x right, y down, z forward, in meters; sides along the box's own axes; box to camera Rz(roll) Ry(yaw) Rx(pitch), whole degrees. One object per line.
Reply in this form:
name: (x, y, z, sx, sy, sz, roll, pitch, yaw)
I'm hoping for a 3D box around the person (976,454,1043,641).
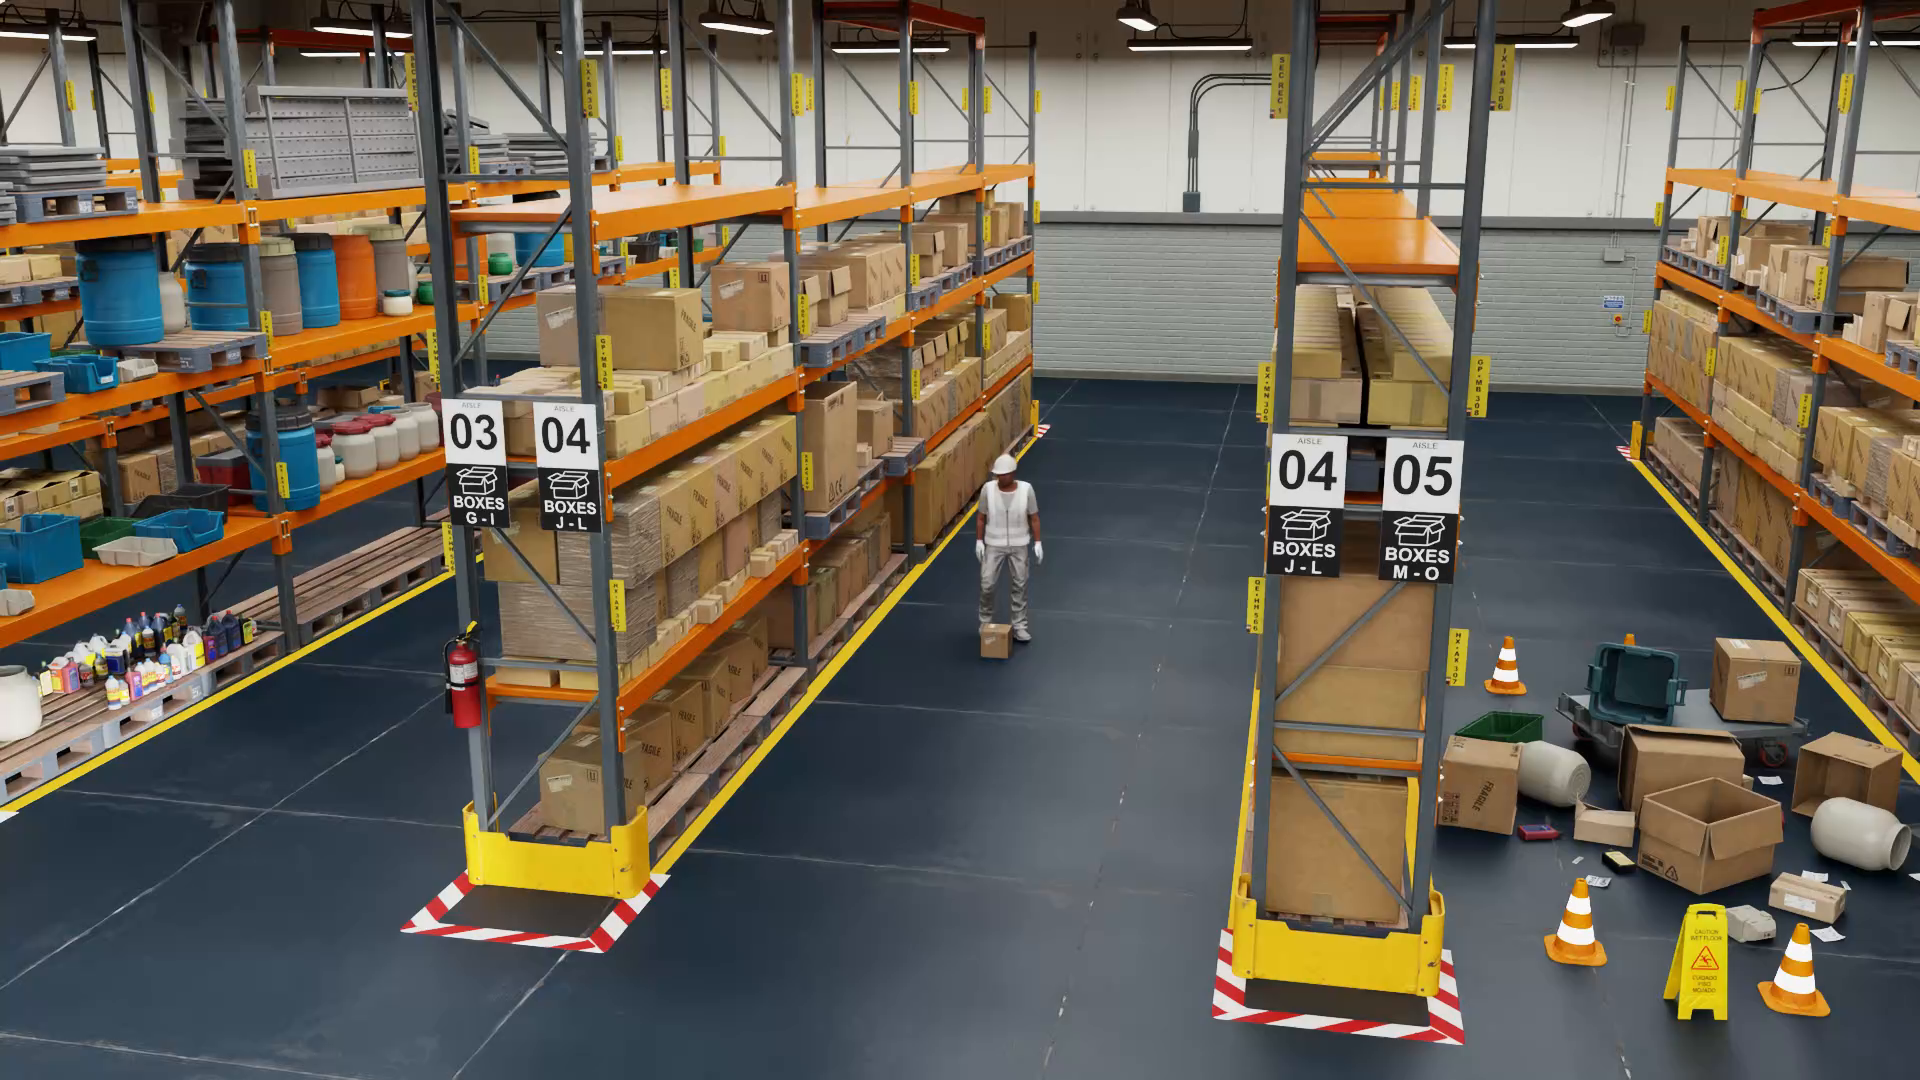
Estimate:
person: (0.466, 0.069, 15.669, 0.626, 1.798, 0.442, -1, 15, -5)
